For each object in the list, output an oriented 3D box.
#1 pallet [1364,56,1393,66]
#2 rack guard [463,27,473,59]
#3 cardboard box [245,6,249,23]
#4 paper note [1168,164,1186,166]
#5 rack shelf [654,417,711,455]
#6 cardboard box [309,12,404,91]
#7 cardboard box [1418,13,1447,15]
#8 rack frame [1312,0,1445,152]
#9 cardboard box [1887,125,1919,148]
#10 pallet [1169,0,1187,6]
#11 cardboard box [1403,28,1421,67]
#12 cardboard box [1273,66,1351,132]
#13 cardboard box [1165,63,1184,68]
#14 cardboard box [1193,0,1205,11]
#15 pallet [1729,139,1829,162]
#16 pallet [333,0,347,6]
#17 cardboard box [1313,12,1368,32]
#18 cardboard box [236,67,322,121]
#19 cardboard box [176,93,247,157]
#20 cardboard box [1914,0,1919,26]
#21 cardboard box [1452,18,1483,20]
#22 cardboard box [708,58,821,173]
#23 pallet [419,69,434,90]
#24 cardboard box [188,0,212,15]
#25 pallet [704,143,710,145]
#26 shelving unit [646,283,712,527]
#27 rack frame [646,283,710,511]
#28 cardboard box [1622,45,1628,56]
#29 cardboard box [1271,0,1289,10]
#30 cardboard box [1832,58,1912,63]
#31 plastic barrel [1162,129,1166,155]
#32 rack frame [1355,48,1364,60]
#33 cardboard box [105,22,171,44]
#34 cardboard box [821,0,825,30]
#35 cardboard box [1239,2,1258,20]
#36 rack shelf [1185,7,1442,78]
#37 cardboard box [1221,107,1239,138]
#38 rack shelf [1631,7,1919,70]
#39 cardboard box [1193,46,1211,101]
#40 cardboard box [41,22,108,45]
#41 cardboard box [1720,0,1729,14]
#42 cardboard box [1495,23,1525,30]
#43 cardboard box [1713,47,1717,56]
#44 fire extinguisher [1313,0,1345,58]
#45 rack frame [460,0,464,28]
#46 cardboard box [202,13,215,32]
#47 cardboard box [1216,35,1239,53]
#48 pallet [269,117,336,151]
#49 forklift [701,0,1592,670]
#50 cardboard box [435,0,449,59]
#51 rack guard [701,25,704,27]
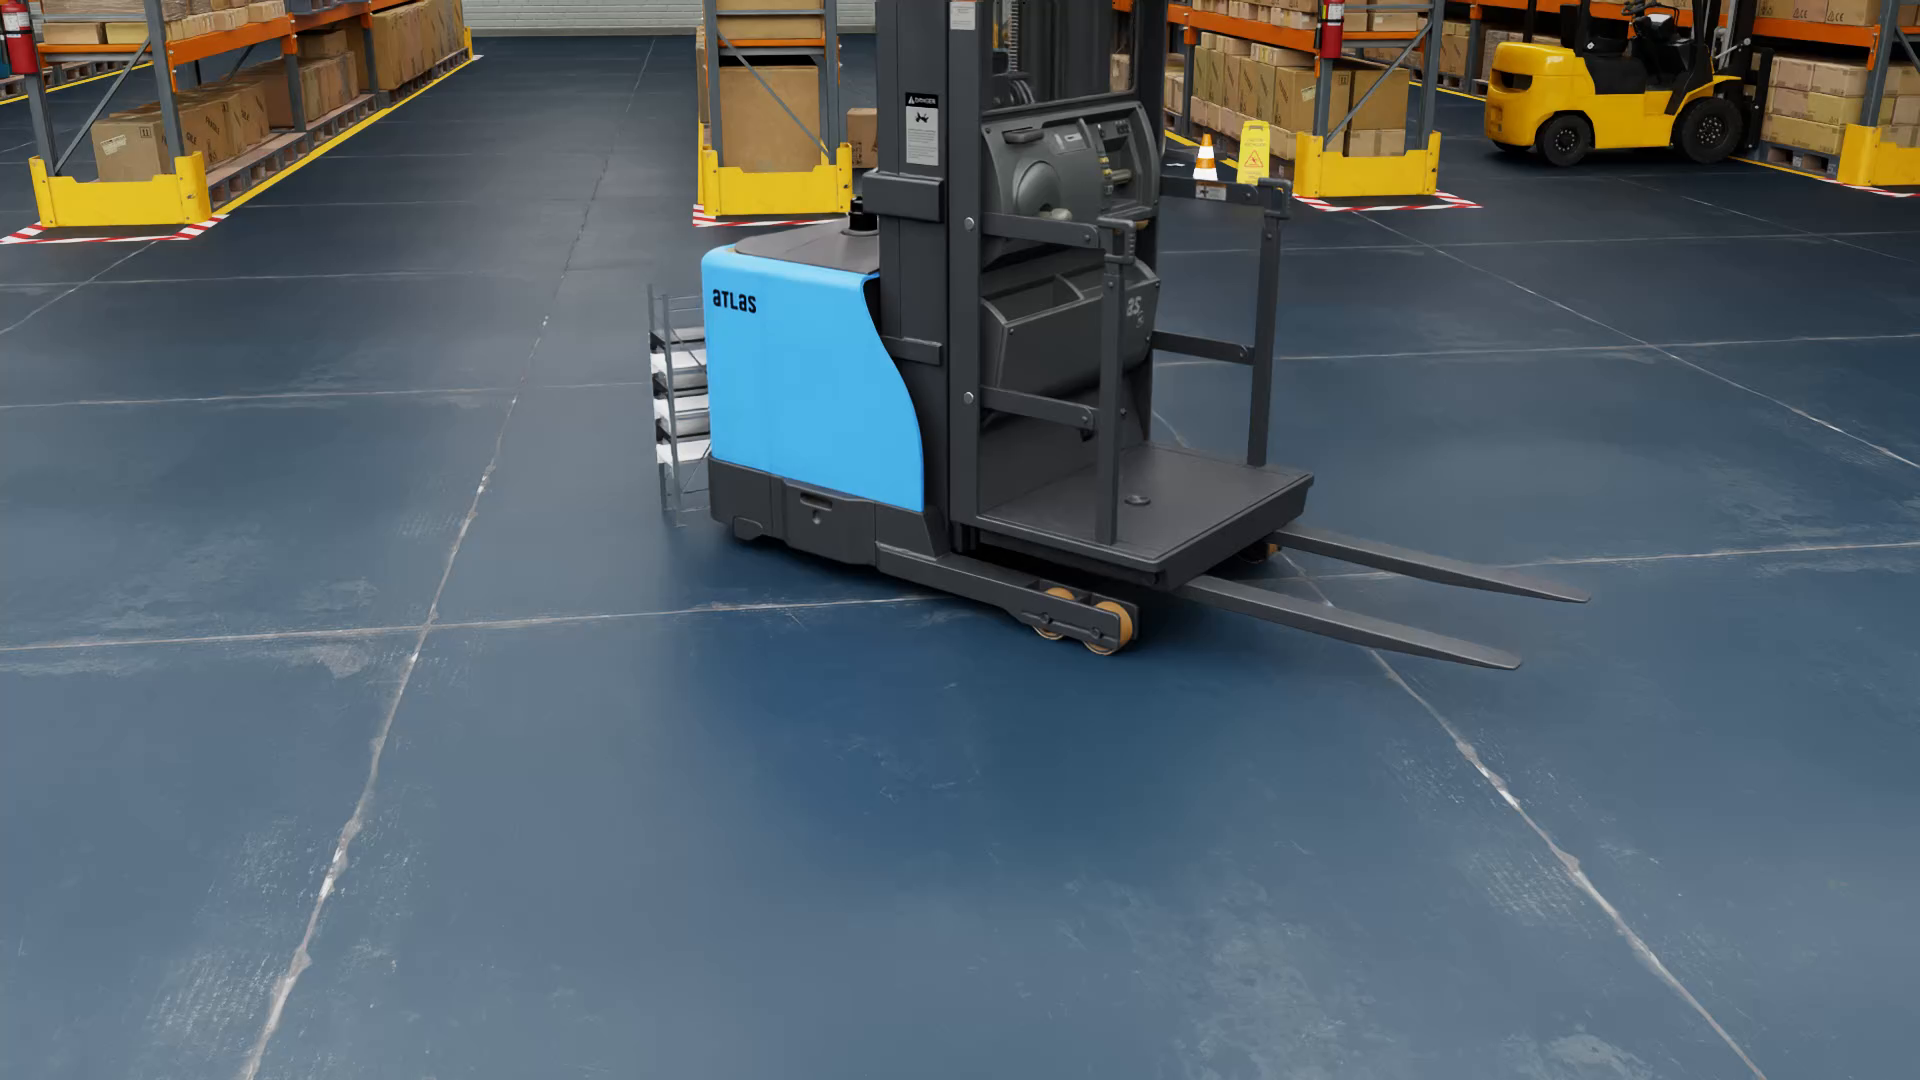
[{"bbox_3d":[6.771,-7.142,25.037,1.003,0.211,1.213,-3,21,-8],"label":"pallet"},{"bbox_3d":[-8.681,-8.199,27.454,1.175,0.500,0.348,-3,21,-8],"label":"rack guard"},{"bbox_3d":[-6.571,-4.679,14.815,0.380,0.149,0.250,-3,21,-8],"label":"cardboard box"},{"bbox_3d":[2.037,-3.535,15.637,0.142,0.019,0.148,-11,23,-26],"label":"paper note"},{"bbox_3d":[-1.017,-0.405,6.366,0.258,0.077,0.200,-10,22,-24],"label":"rack shelf"},{"bbox_3d":[-7.603,-6.033,20.519,1.225,0.875,0.875,-4,21,-10],"label":"cardboard box"},{"bbox_3d":[7.042,-7.770,24.779,0.380,0.149,0.250,-3,21,-7],"label":"cardboard box"},{"bbox_3d":[3.435,-4.322,13.500,1.000,3.000,0.127,-3,21,-8],"label":"rack frame"},{"bbox_3d":[8.469,-3.662,15.063,0.500,0.250,0.500,-3,21,-8],"label":"cardboard box"},{"bbox_3d":[2.892,-5.889,17.970,1.003,0.211,1.213,-3,21,-8],"label":"pallet"},{"bbox_3d":[6.687,-7.038,23.746,0.500,0.500,0.500,-4,21,-10],"label":"cardboard box"},{"bbox_3d":[3.062,-3.846,14.484,0.500,0.500,0.500,-3,21,-7],"label":"cardboard box"},{"bbox_3d":[2.572,-5.343,19.391,0.950,0.372,0.625,-2,21,-6],"label":"cardboard box"},{"bbox_3d":[2.587,-5.464,16.917,0.380,0.149,0.250,-3,21,-8],"label":"cardboard box"},{"bbox_3d":[8.022,-3.951,16.493,1.003,0.211,1.213,-3,21,-8],"label":"pallet"},{"bbox_3d":[-7.199,-5.819,17.782,1.003,0.211,1.213,-3,21,-8],"label":"pallet"},{"bbox_3d":[3.170,-4.323,13.862,0.380,0.149,0.250,-2,21,-6],"label":"cardboard box"},{"bbox_3d":[-7.065,-4.622,17.247,0.700,0.500,0.500,-3,21,-8],"label":"cardboard box"},{"bbox_3d":[-6.672,-3.683,14.763,0.500,0.500,0.500,-5,21,-13],"label":"cardboard box"},{"bbox_3d":[8.550,-4.806,14.653,0.500,0.500,0.500,-2,21,-6],"label":"cardboard box"},{"bbox_3d":[7.187,-7.314,23.557,0.380,0.149,0.250,-3,21,-7],"label":"cardboard box"},{"bbox_3d":[-1.612,-3.470,13.656,0.875,0.875,0.875,-3,21,-7],"label":"cardboard box"},{"bbox_3d":[-7.915,-6.407,23.069,1.003,0.211,1.213,-3,21,-8],"label":"pallet"},{"bbox_3d":[-6.643,-4.542,13.522,0.875,0.500,0.500,-3,21,-8],"label":"cardboard box"},{"bbox_3d":[-1.814,-3.425,15.085,1.003,0.211,1.213,-3,21,-8],"label":"pallet"},{"bbox_3d":[-1.017,-0.520,6.323,0.258,0.900,0.210,-10,22,-24],"label":"shelving unit"},{"bbox_3d":[-1.061,-0.552,6.409,0.240,0.900,0.006,-10,22,-24],"label":"rack frame"},{"bbox_3d":[7.684,-5.223,18.706,0.875,0.625,0.625,-2,21,-5],"label":"cardboard box"},{"bbox_3d":[3.017,-4.855,14.361,0.500,0.500,0.500,-3,21,-8],"label":"cardboard box"},{"bbox_3d":[8.389,-4.299,15.340,0.500,0.250,0.500,-3,21,-8],"label":"cardboard box"},{"bbox_3d":[1.639,-3.754,15.661,0.512,0.421,0.421,12,24,30],"label":"plastic barrel"},{"bbox_3d":[6.617,-8.728,25.298,1.000,3.000,0.127,-3,21,-8],"label":"rack frame"},{"bbox_3d":[-6.176,-3.815,12.502,0.380,0.149,0.250,-3,21,-8],"label":"cardboard box"},{"bbox_3d":[-1.604,-4.623,14.092,0.875,0.550,0.550,-3,21,-8],"label":"cardboard box"},{"bbox_3d":[2.826,-4.934,15.500,0.380,0.149,0.250,-3,21,-8],"label":"cardboard box"},{"bbox_3d":[3.147,-4.677,15.480,1.077,0.370,4.000,-3,21,-8],"label":"rack shelf"},{"bbox_3d":[2.844,-4.030,16.047,0.500,0.250,0.500,-3,21,-8],"label":"cardboard box"},{"bbox_3d":[8.058,-4.929,16.154,1.077,0.370,4.000,-3,21,-8],"label":"rack shelf"},{"bbox_3d":[2.677,-4.749,16.901,0.500,0.500,0.500,-2,21,-5],"label":"cardboard box"},{"bbox_3d":[-6.617,-3.792,12.442,0.380,0.149,0.250,-3,21,-8],"label":"cardboard box"},{"bbox_3d":[7.741,-5.484,16.468,0.500,0.500,0.500,-3,21,-8],"label":"cardboard box"},{"bbox_3d":[7.427,-6.869,22.366,0.380,0.149,0.250,-2,21,-5],"label":"cardboard box"},{"bbox_3d":[7.676,-4.803,16.689,0.500,0.250,0.500,-2,21,-6],"label":"cardboard box"},{"bbox_3d":[2.996,-4.223,13.345,0.296,0.674,0.183,-3,21,-8],"label":"fire extinguisher"},{"bbox_3d":[-8.678,-9.362,26.994,1.000,3.000,0.127,-3,21,-8],"label":"rack frame"},{"bbox_3d":[-6.363,-4.247,13.660,0.380,0.149,0.250,-3,21,-8],"label":"cardboard box"},{"bbox_3d":[2.711,-4.828,16.187,0.380,0.149,0.250,-2,21,-6],"label":"cardboard box"},{"bbox_3d":[-7.062,-4.170,17.079,1.003,0.211,1.213,-3,21,-8],"label":"pallet"},{"bbox_3d":[0.541,-1.220,5.294,3.031,2.935,1.130,15,25,35],"label":"forklift"},{"bbox_3d":[-8.247,-7.722,25.041,0.875,0.875,0.875,-3,21,-8],"label":"cardboard box"},{"bbox_3d":[-3.744,-8.379,27.937,1.175,0.500,0.348,-3,21,-8],"label":"rack guard"}]
